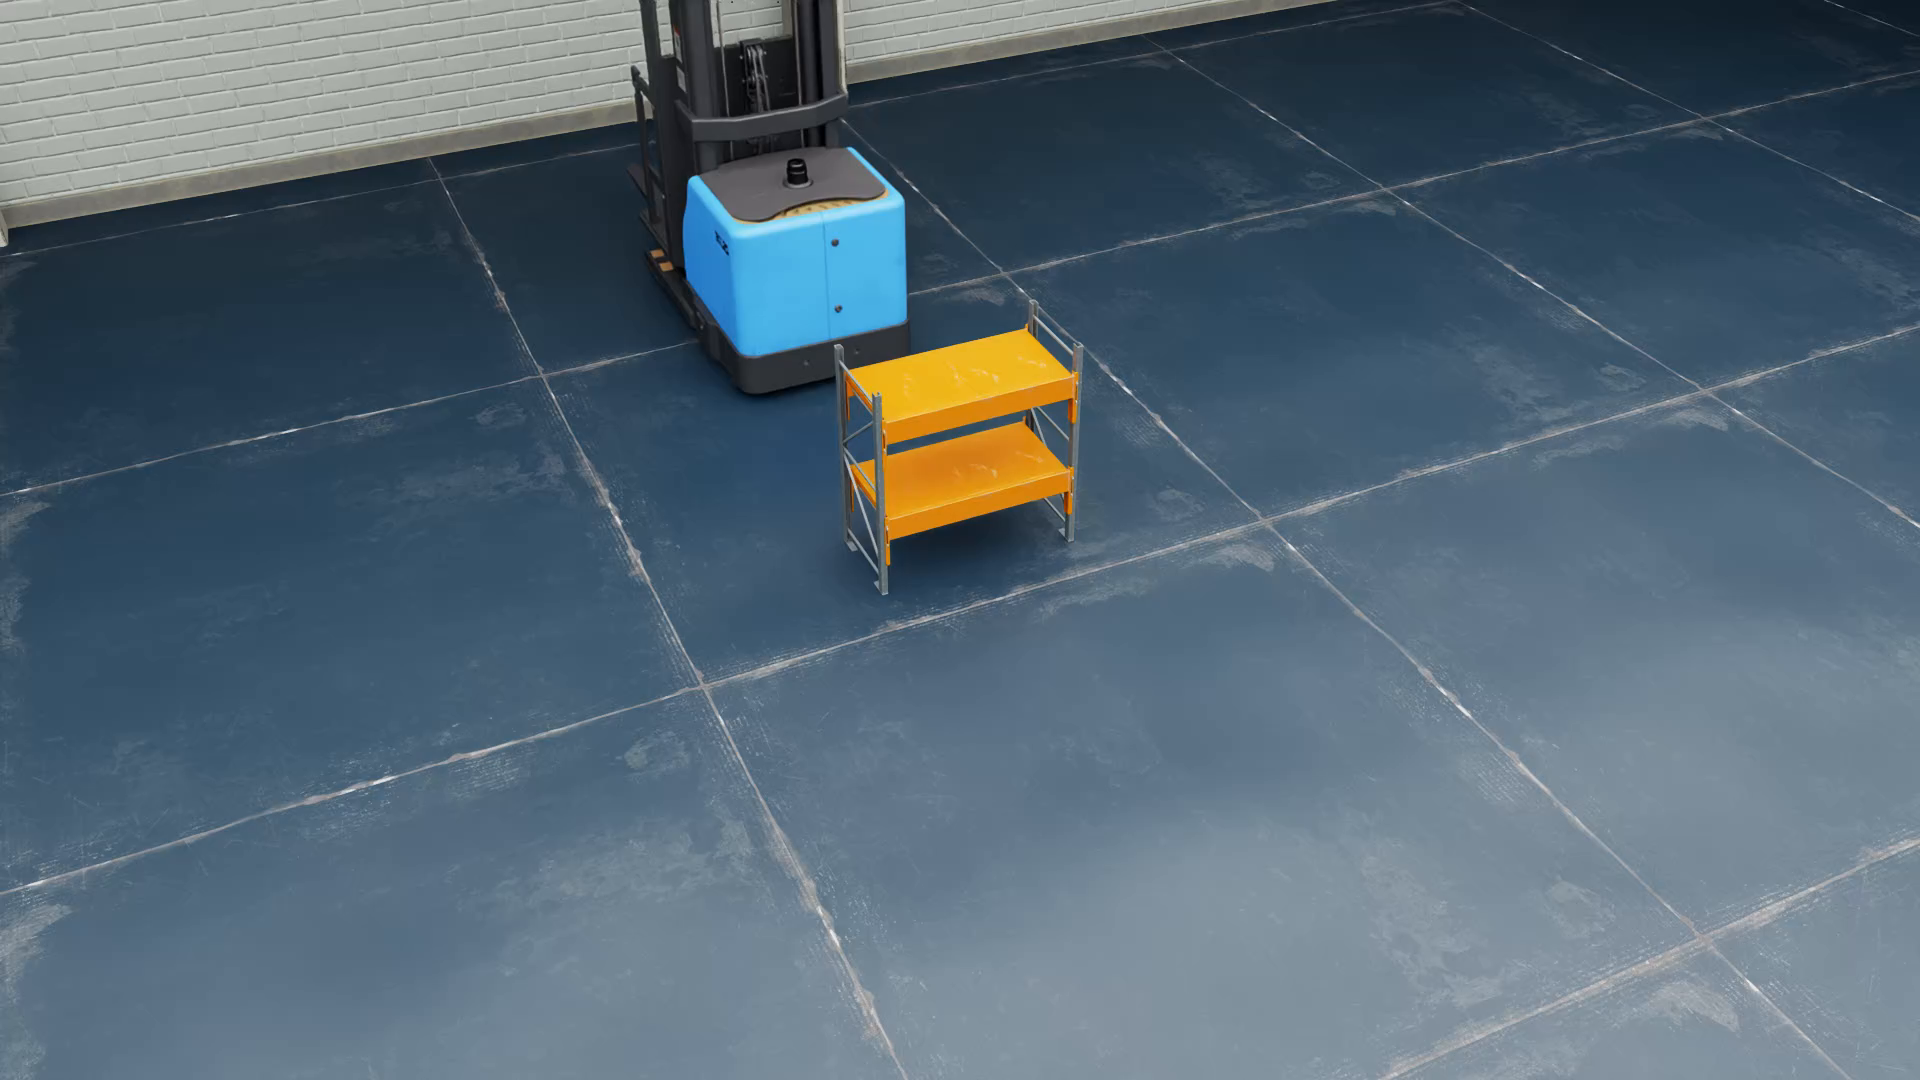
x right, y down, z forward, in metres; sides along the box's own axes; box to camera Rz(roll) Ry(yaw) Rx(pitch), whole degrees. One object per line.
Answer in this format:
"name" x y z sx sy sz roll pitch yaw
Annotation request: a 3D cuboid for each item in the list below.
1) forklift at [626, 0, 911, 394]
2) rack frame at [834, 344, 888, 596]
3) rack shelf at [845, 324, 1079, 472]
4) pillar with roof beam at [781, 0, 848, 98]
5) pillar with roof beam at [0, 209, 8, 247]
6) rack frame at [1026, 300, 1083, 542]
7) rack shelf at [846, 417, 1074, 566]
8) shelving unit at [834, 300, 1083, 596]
"forklift" -1.370 -2.870 9.803 1.130 2.935 3.031 -16 39 -20
"rack frame" -0.466 -0.321 7.882 0.032 1.125 0.500 -16 39 -20
"rack shelf" -0.006 -0.685 7.881 1.000 0.278 0.538 -16 39 -20
"pillar with roof beam" 0.703 -4.797 7.307 0.400 9.000 9.100 -16 39 -20
"pillar with roof beam" -4.729 -3.279 5.260 0.400 9.000 9.100 -16 39 -20
"rack frame" 0.454 -0.579 8.229 0.032 1.125 0.500 -16 39 -20
"rack shelf" -0.006 -0.254 8.201 1.000 0.278 0.538 -16 39 -20
"shelving unit" -0.006 -0.450 8.056 1.048 1.125 0.538 -16 39 -20
